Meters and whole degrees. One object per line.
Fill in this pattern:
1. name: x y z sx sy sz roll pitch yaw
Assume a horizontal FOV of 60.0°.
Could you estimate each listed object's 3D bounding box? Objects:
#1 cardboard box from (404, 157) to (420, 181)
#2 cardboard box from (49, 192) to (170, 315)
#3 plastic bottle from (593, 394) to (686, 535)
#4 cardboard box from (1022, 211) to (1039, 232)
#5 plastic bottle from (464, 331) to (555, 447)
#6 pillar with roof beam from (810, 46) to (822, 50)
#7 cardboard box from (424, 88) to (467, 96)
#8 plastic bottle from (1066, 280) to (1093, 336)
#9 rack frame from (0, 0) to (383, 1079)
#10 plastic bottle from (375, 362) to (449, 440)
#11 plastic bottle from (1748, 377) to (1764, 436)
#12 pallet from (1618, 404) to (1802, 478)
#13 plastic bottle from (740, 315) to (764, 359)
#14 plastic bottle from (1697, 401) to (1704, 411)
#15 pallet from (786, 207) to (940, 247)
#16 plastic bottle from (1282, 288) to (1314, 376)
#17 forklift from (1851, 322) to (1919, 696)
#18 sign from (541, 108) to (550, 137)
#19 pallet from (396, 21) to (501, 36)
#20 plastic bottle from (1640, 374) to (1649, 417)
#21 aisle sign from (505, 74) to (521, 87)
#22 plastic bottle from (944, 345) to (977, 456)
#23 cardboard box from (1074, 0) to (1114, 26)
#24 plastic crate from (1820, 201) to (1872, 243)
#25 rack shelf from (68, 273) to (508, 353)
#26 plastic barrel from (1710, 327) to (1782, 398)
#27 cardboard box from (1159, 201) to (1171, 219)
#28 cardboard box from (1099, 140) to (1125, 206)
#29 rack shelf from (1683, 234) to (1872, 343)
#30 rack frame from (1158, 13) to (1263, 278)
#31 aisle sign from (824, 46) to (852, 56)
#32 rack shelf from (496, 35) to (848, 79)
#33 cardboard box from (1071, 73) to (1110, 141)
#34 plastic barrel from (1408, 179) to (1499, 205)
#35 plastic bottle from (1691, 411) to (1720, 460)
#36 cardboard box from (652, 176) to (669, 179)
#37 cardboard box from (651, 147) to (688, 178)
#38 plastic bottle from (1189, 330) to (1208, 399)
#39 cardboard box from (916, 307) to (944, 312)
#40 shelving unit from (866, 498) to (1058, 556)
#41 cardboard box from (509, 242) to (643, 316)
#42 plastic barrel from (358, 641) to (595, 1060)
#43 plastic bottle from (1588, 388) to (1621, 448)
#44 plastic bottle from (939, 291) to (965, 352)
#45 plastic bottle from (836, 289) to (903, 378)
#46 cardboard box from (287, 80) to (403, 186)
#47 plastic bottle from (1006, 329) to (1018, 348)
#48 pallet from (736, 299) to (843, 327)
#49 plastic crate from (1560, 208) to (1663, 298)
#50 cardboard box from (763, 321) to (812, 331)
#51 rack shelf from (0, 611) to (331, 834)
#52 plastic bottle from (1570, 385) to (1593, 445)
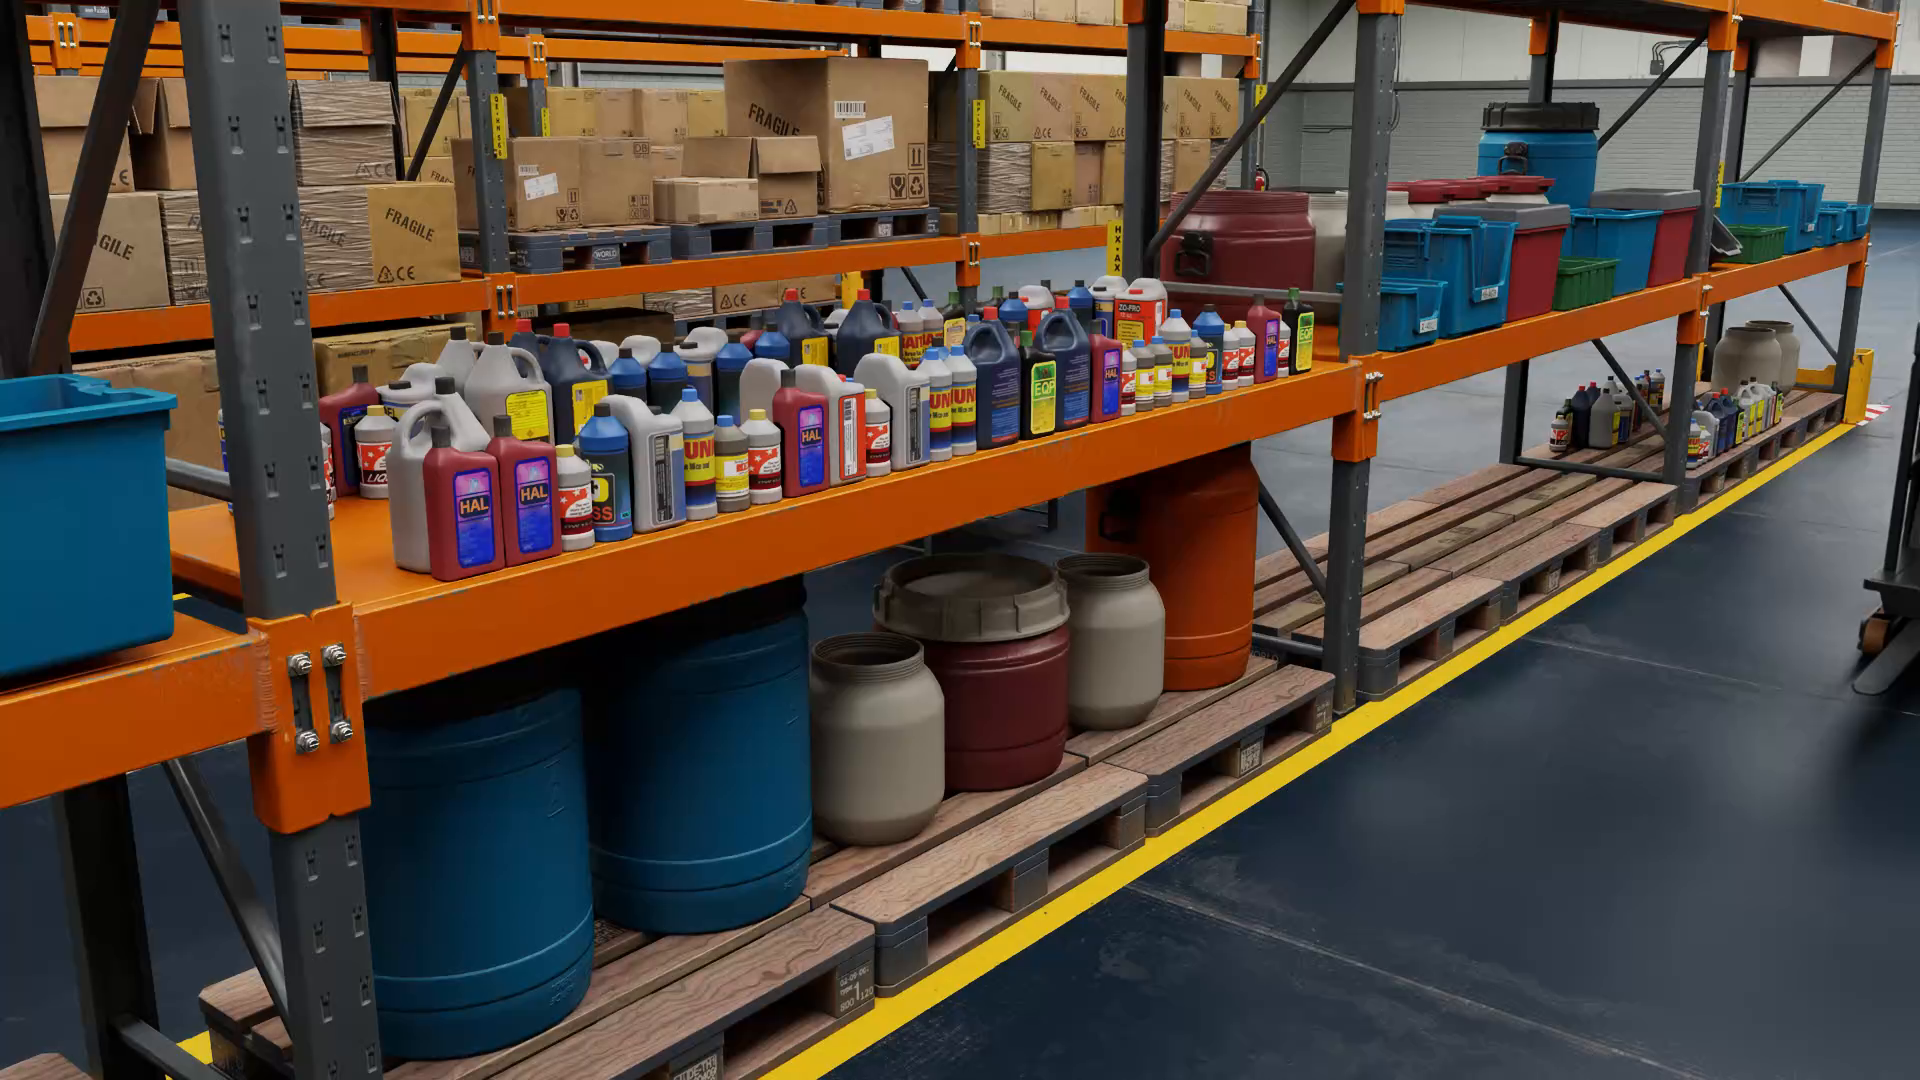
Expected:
1. cardboard box: -4.851 -2.926 13.846 0.500 0.500 0.500 11 18 38
2. cardboard box: -3.895 -1.283 7.379 0.500 0.500 0.500 12 18 39
3. plastic bottle: -0.660 -0.167 3.439 0.152 0.276 0.135 11 18 38
4. cardboard box: 0.370 -2.396 12.475 0.380 0.149 0.250 11 18 38
5. plastic bottle: -1.042 -0.308 3.841 0.144 0.351 0.185 11 18 38
6. pillar with roof beam: 0.393 -10.038 29.861 9.100 9.000 0.400 11 18 38
7. cardboard box: -6.211 -5.061 19.617 0.700 0.500 0.500 11 18 37
8. plastic bottle: 0.419 -0.780 5.862 0.097 0.271 0.097 0 14 0
9. rack frame: -1.480 -0.128 3.033 0.949 2.616 0.053 11 18 38
10. plastic bottle: -1.251 -0.262 3.816 0.152 0.276 0.135 11 18 38
11. plastic bottle: 4.884 -0.832 10.292 0.144 0.351 0.185 12 19 40
12. pallet: 4.772 -0.664 10.810 1.003 0.211 1.213 11 18 38
13. plastic bottle: -0.594 -0.484 4.673 0.061 0.283 0.133 11 18 38
14. plastic bottle: 4.378 -0.687 9.882 0.097 0.271 0.097 0 14 0
15. pallet: -0.895 -2.209 11.615 1.003 0.211 1.213 11 18 38
16. plastic bottle: 1.114 -0.693 5.496 0.061 0.283 0.133 11 18 38
17. forklift: 4.283 -0.922 6.298 1.130 2.935 3.031 12 18 38
18. sign: -3.668 -3.653 14.720 0.100 0.325 0.005 11 18 38
19. pallet: -4.634 -4.390 14.110 0.805 0.209 1.217 10 18 35
20. plastic bottle: 4.468 -0.951 10.924 0.097 0.271 0.097 0 14 0
21. aisle sign: -5.698 -6.045 21.047 0.394 0.787 0.004 11 18 38
22. plastic bottle: -0.007 -0.353 4.181 0.097 0.271 0.097 0 14 0
23. cardboard box: 0.830 -4.049 12.681 0.500 0.250 0.500 10 18 35
24. plastic crate: 5.983 -2.211 11.536 0.499 0.251 0.616 11 18 38
25. rack shelf: -4.073 -0.928 7.644 1.077 0.370 4.000 11 18 38
26. plastic barrel: 5.396 -1.189 11.411 0.421 0.512 0.421 0 14 0
27. cardboard box: 1.561 -2.793 14.034 0.380 0.149 0.250 11 18 38
28. cardboard box: 0.953 -2.986 13.477 0.875 0.500 0.500 11 18 38
29. rack shelf: 4.808 -1.693 10.658 1.077 0.370 4.000 11 18 38
30. rack frame: 2.213 -3.192 15.094 1.000 3.000 0.127 11 18 38
31. aisle sign: -1.304 -5.206 17.743 0.394 0.787 0.004 11 18 38
32. rack shelf: -2.839 -4.701 16.403 1.077 0.370 4.000 11 18 38
33. cardboard box: 0.807 -3.341 12.846 0.500 0.500 0.500 11 18 38
34. plastic barrel: 2.318 -1.435 7.904 0.433 0.535 0.433 0 14 0
35. plastic bottle: 4.274 -0.612 9.577 0.152 0.276 0.135 12 19 40
36. cardboard box: -1.978 -2.159 10.450 0.396 0.266 0.258 11 18 36
37. cardboard box: -3.114 -3.552 16.207 0.875 0.550 0.550 11 18 38
38. plastic bottle: 0.699 -0.534 5.036 0.097 0.201 0.097 0 14 0
39. cardboard box: -0.019 -1.488 12.612 0.500 0.500 0.500 11 18 36
40. shelving unit: -0.004 -0.544 8.479 0.538 1.125 1.048 11 18 38
41. cardboard box: -3.646 -2.496 15.818 0.875 0.875 0.875 12 18 38
42. plastic barrel: -1.122 0.585 3.637 0.600 0.901 0.708 11 18 38
43. plastic bottle: 3.844 -0.734 9.907 0.144 0.351 0.185 11 18 38
44. plastic bottle: -0.042 -0.652 5.335 0.061 0.283 0.133 11 18 38
45. plastic bottle: -0.259 -0.543 4.768 0.144 0.351 0.185 11 18 38
46. cardboard box: -3.288 -2.057 8.386 0.797 0.503 0.637 12 19 39
47. plastic bottle: 0.149 -0.423 4.431 0.061 0.283 0.133 11 18 38
48. pallet: -2.024 -2.462 17.885 1.003 0.211 1.213 11 18 38
49. plastic crate: 3.100 -1.392 8.043 0.392 0.384 0.575 11 18 38
50. cardboard box: -1.019 -1.225 11.535 0.700 0.500 0.500 11 18 37
51. rack shelf: -2.734 0.605 1.612 1.077 0.370 4.000 11 18 38
52. plastic bottle: 3.731 -0.756 9.995 0.144 0.351 0.185 11 18 36
